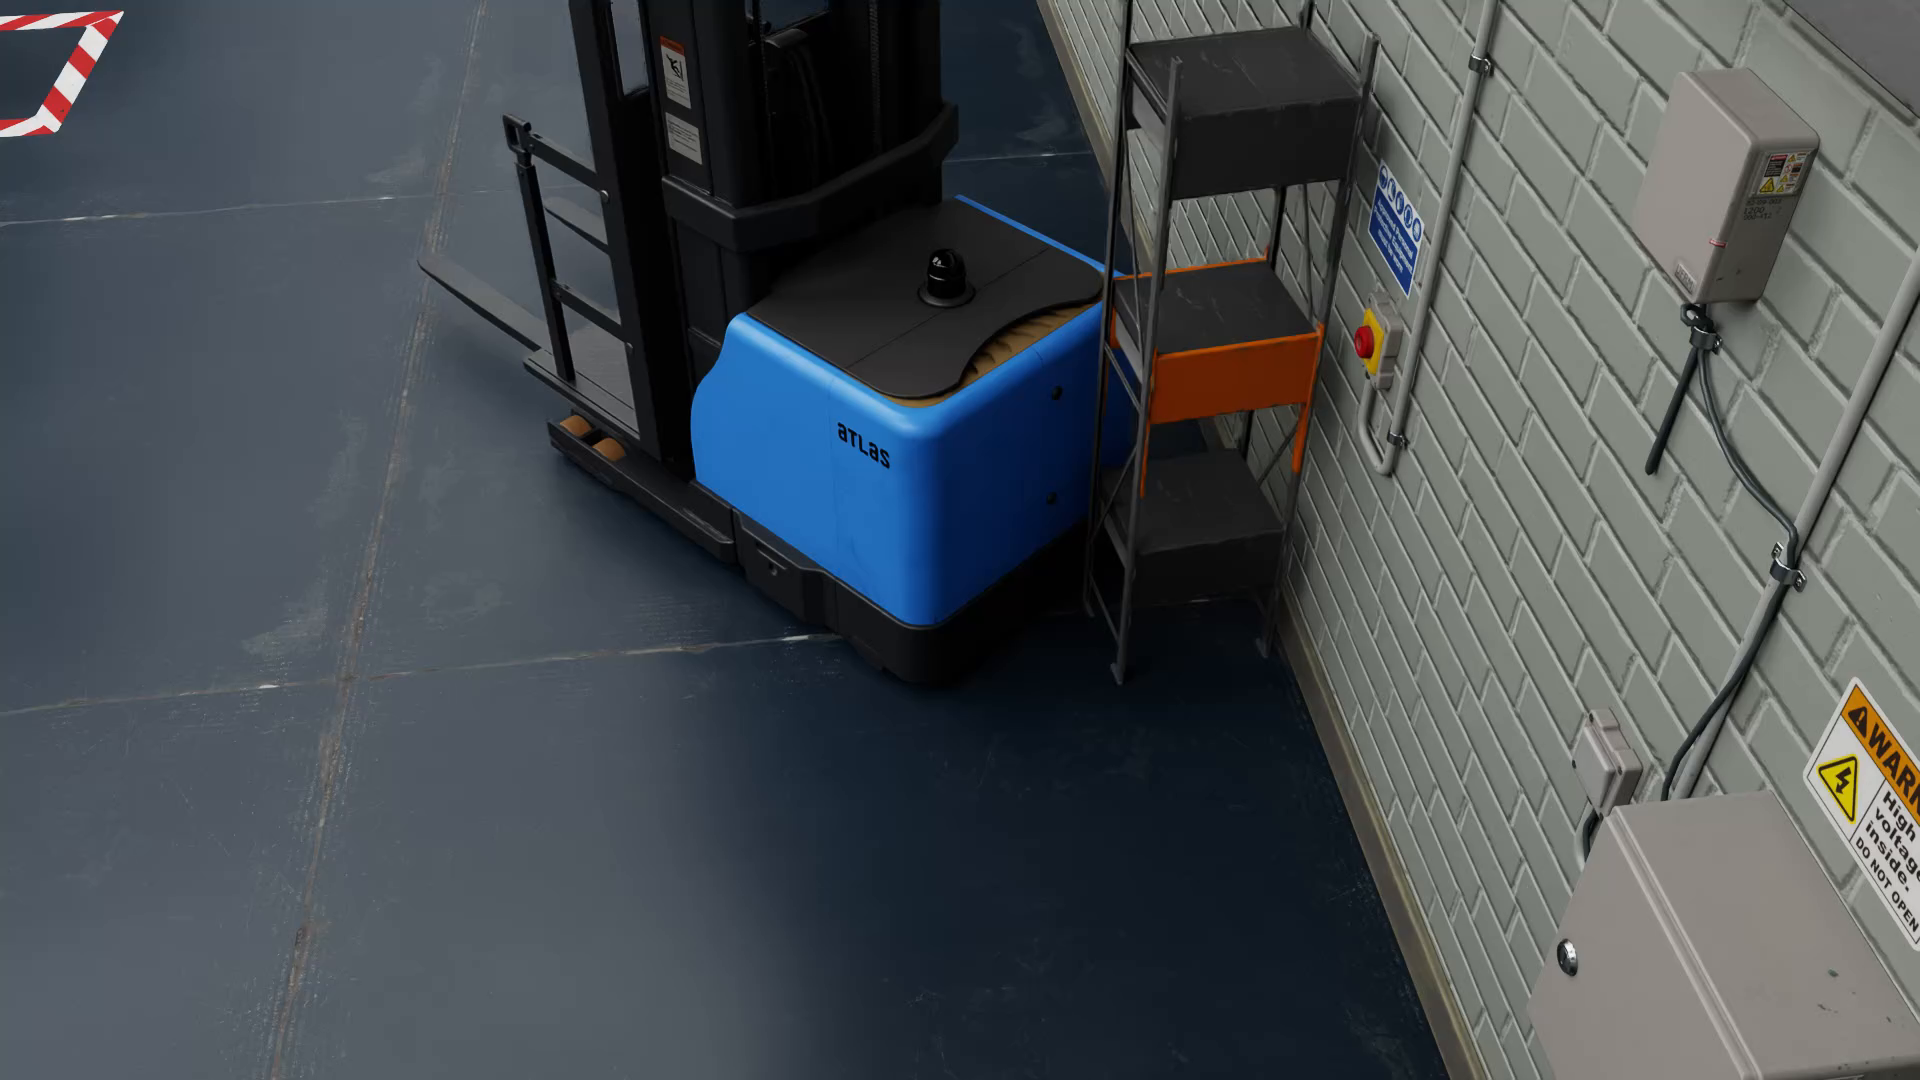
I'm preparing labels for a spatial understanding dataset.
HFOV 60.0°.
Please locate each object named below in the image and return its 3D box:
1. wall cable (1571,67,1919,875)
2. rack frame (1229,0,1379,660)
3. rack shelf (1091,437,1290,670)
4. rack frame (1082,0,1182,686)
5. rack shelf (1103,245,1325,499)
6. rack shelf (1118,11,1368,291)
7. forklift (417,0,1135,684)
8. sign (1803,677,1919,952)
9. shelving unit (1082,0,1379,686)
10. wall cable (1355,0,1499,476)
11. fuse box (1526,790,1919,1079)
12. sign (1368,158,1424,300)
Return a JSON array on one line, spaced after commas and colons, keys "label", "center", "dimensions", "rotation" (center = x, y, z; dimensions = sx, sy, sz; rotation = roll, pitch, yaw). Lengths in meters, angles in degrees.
[{"label": "wall cable", "center": [1.233, -0.083, 2.844], "dimensions": [0.122, 1.984, 0.588], "rotation": [-5, 42, -6]}, {"label": "rack frame", "center": [0.934, -0.527, 4.767], "dimensions": [0.015, 2.100, 0.400], "rotation": [-9, 43, -10]}, {"label": "rack shelf", "center": [0.697, 0.041, 5.202], "dimensions": [0.480, 0.518, 0.431], "rotation": [-9, 43, -10]}, {"label": "rack frame", "center": [0.460, -0.451, 4.682], "dimensions": [0.015, 2.100, 0.400], "rotation": [-9, 43, -10]}, {"label": "rack shelf", "center": [0.697, -0.479, 4.734], "dimensions": [0.480, 0.518, 0.431], "rotation": [-9, 43, -10]}, {"label": "rack shelf", "center": [0.697, -0.999, 4.265], "dimensions": [0.480, 0.518, 0.431], "rotation": [-9, 43, -10]}, {"label": "forklift", "center": [-0.849, -1.511, 5.237], "dimensions": [3.031, 2.935, 1.130], "rotation": [32, 51, 31]}, {"label": "sign", "center": [1.364, 0.400, 2.450], "dimensions": [0.001, 0.242, 0.339], "rotation": [-5, 42, -6]}, {"label": "shelving unit", "center": [0.697, -0.489, 4.725], "dimensions": [0.503, 2.100, 0.431], "rotation": [-9, 43, -10]}, {"label": "wall cable", "center": [1.038, -1.035, 3.876], "dimensions": [0.123, 1.953, 0.585], "rotation": [-5, 42, -6]}, {"label": "fuse box", "center": [1.166, 1.240, 3.098], "dimensions": [0.414, 1.711, 0.539], "rotation": [-5, 42, -6]}, {"label": "sign", "center": [1.092, -0.784, 4.178], "dimensions": [0.001, 0.218, 0.327], "rotation": [-5, 42, -6]}]
